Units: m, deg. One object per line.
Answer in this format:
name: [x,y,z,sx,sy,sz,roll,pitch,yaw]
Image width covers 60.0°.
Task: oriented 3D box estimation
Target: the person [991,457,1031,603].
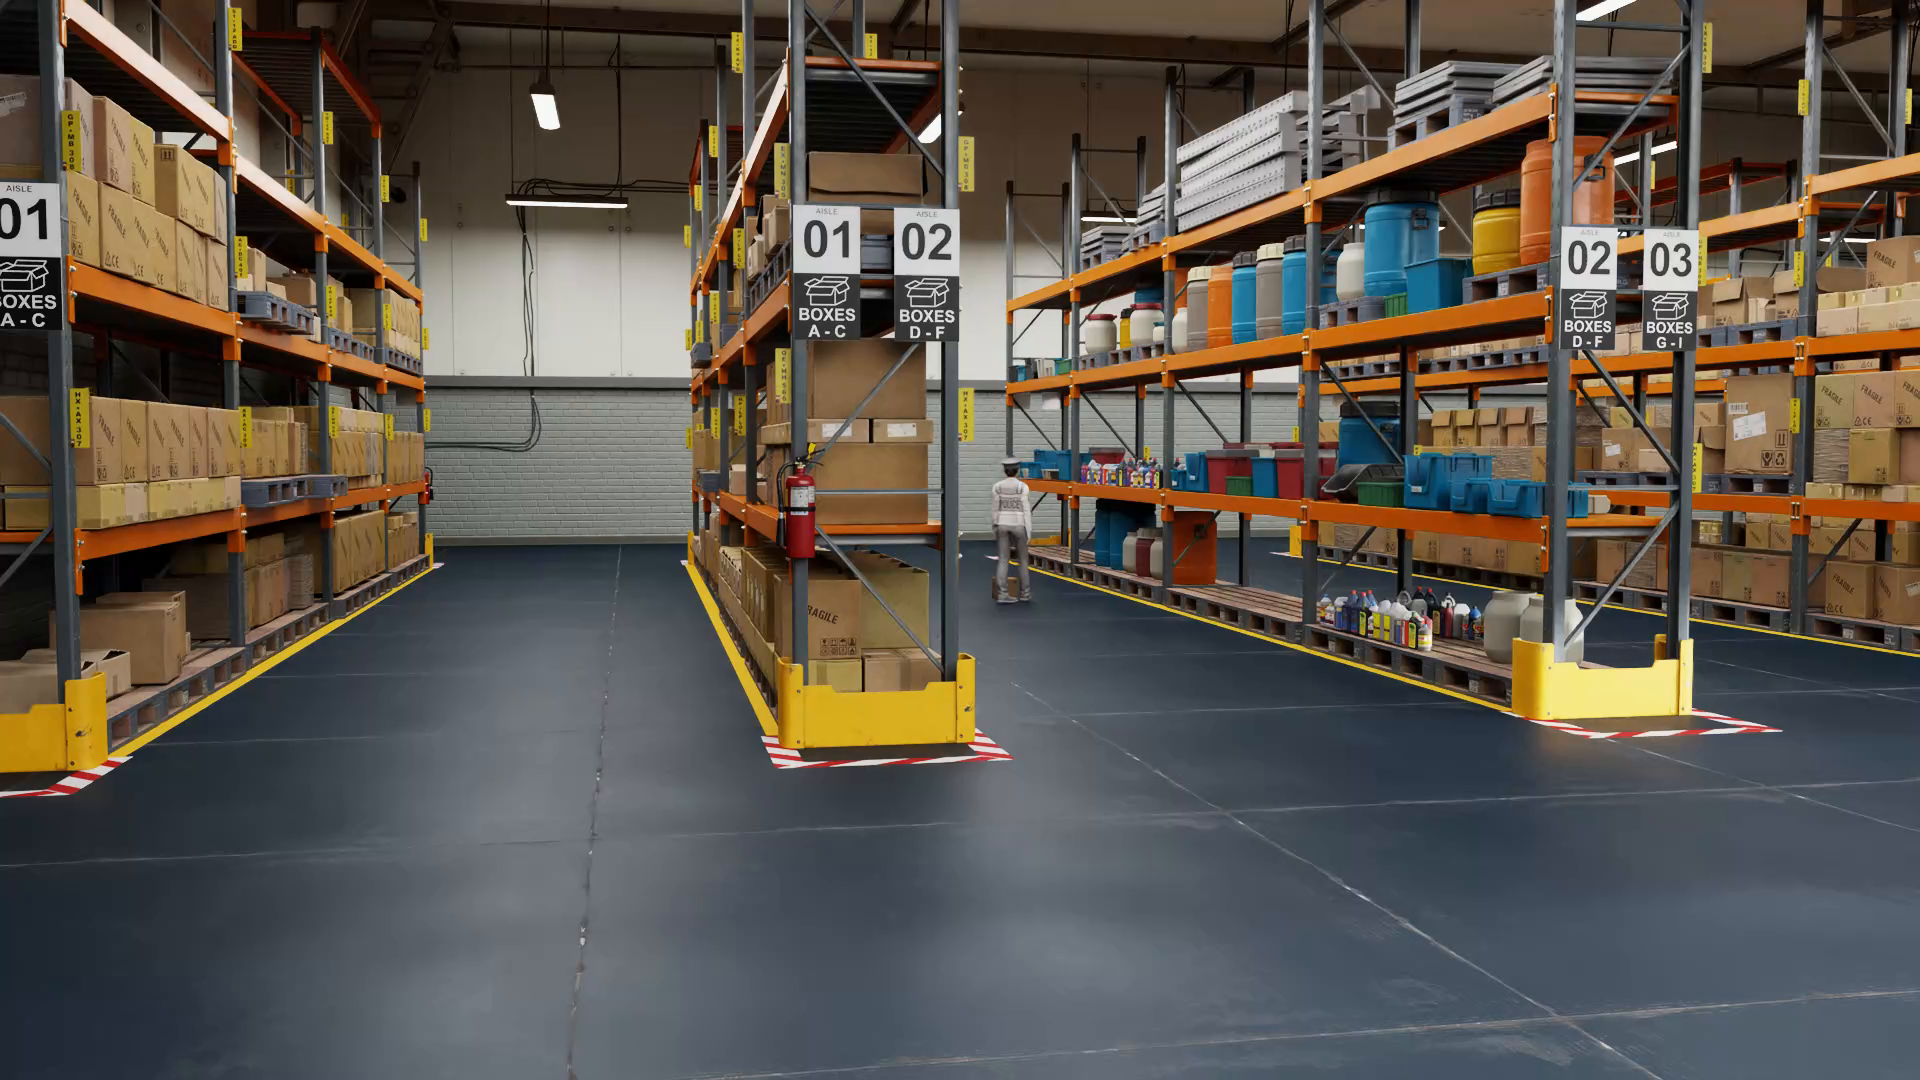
person: [0.615,-0.121,19.136,0.476,1.667,0.627,1,3,14]
